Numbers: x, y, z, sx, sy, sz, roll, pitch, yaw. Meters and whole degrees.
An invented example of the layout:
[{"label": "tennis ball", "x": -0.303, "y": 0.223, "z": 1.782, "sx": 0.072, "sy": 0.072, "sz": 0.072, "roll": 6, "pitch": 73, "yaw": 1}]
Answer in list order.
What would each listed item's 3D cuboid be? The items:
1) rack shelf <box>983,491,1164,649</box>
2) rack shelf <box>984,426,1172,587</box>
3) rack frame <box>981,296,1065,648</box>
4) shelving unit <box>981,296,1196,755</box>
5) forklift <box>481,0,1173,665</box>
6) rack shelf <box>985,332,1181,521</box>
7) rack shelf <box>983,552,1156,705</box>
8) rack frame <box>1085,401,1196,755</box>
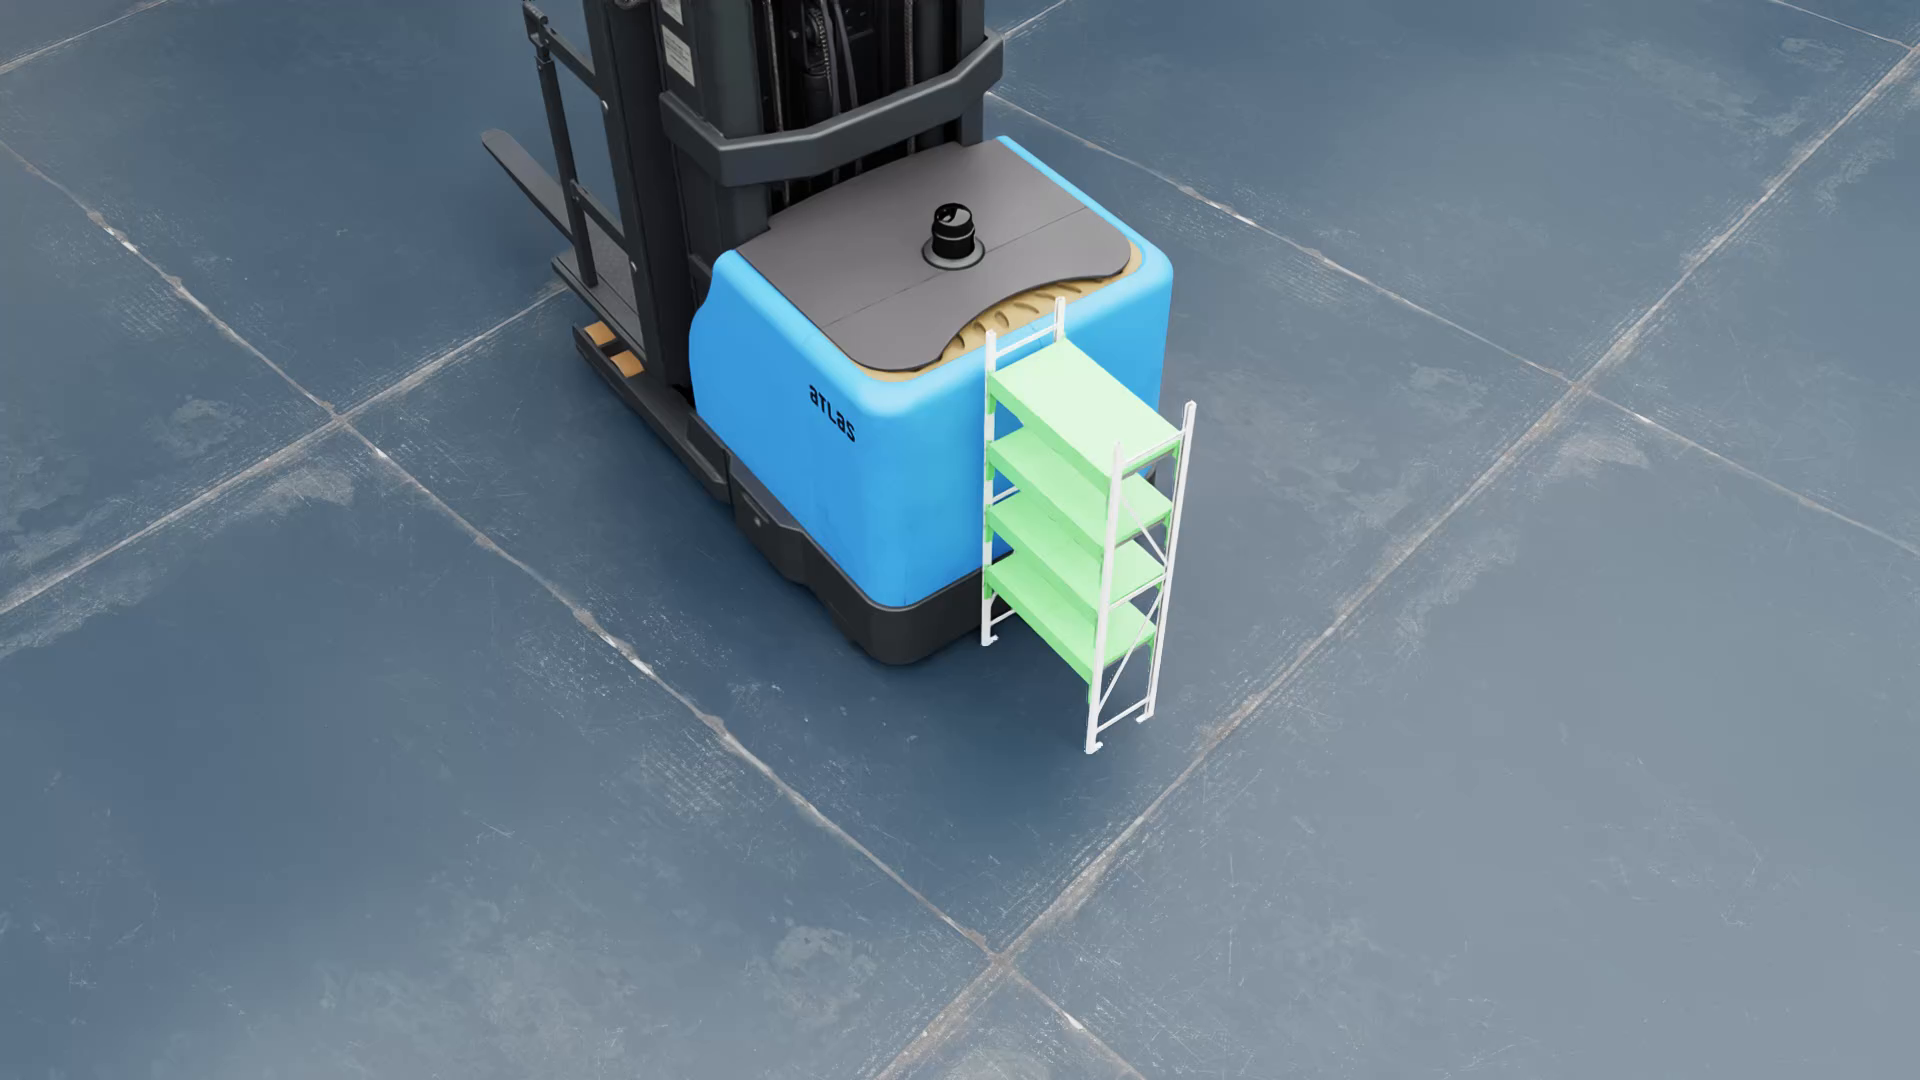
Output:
[{"label": "rack shelf", "x": 0.309, "y": 0.040, "z": 4.477, "sx": 0.258, "sy": 0.148, "sz": 0.480, "roll": -28, "pitch": 53, "yaw": -24}, {"label": "rack shelf", "x": 0.309, "y": -0.124, "z": 4.302, "sx": 0.258, "sy": 0.148, "sz": 0.480, "roll": -28, "pitch": 53, "yaw": -24}, {"label": "rack frame", "x": 0.164, "y": -0.147, "z": 4.565, "sx": 0.240, "sy": 1.200, "sz": 0.015, "roll": -28, "pitch": 53, "yaw": -24}, {"label": "shelving unit", "x": 0.309, "y": -0.004, "z": 4.430, "sx": 0.258, "sy": 1.200, "sz": 0.503, "roll": -28, "pitch": 53, "yaw": -24}, {"label": "forklift", "x": -0.682, "y": -1.676, "z": 4.813, "sx": 1.130, "sy": 2.935, "sz": 3.031, "roll": -28, "pitch": 53, "yaw": -24}, {"label": "rack shelf", "x": 0.309, "y": -0.288, "z": 4.127, "sx": 0.258, "sy": 0.148, "sz": 0.480, "roll": -28, "pitch": 53, "yaw": -24}, {"label": "rack shelf", "x": 0.309, "y": 0.204, "z": 4.652, "sx": 0.258, "sy": 0.148, "sz": 0.480, "roll": -28, "pitch": 53, "yaw": -24}, {"label": "rack frame", "x": 0.454, "y": 0.139, "z": 4.296, "sx": 0.240, "sy": 1.200, "sz": 0.015, "roll": -28, "pitch": 53, "yaw": -24}]
